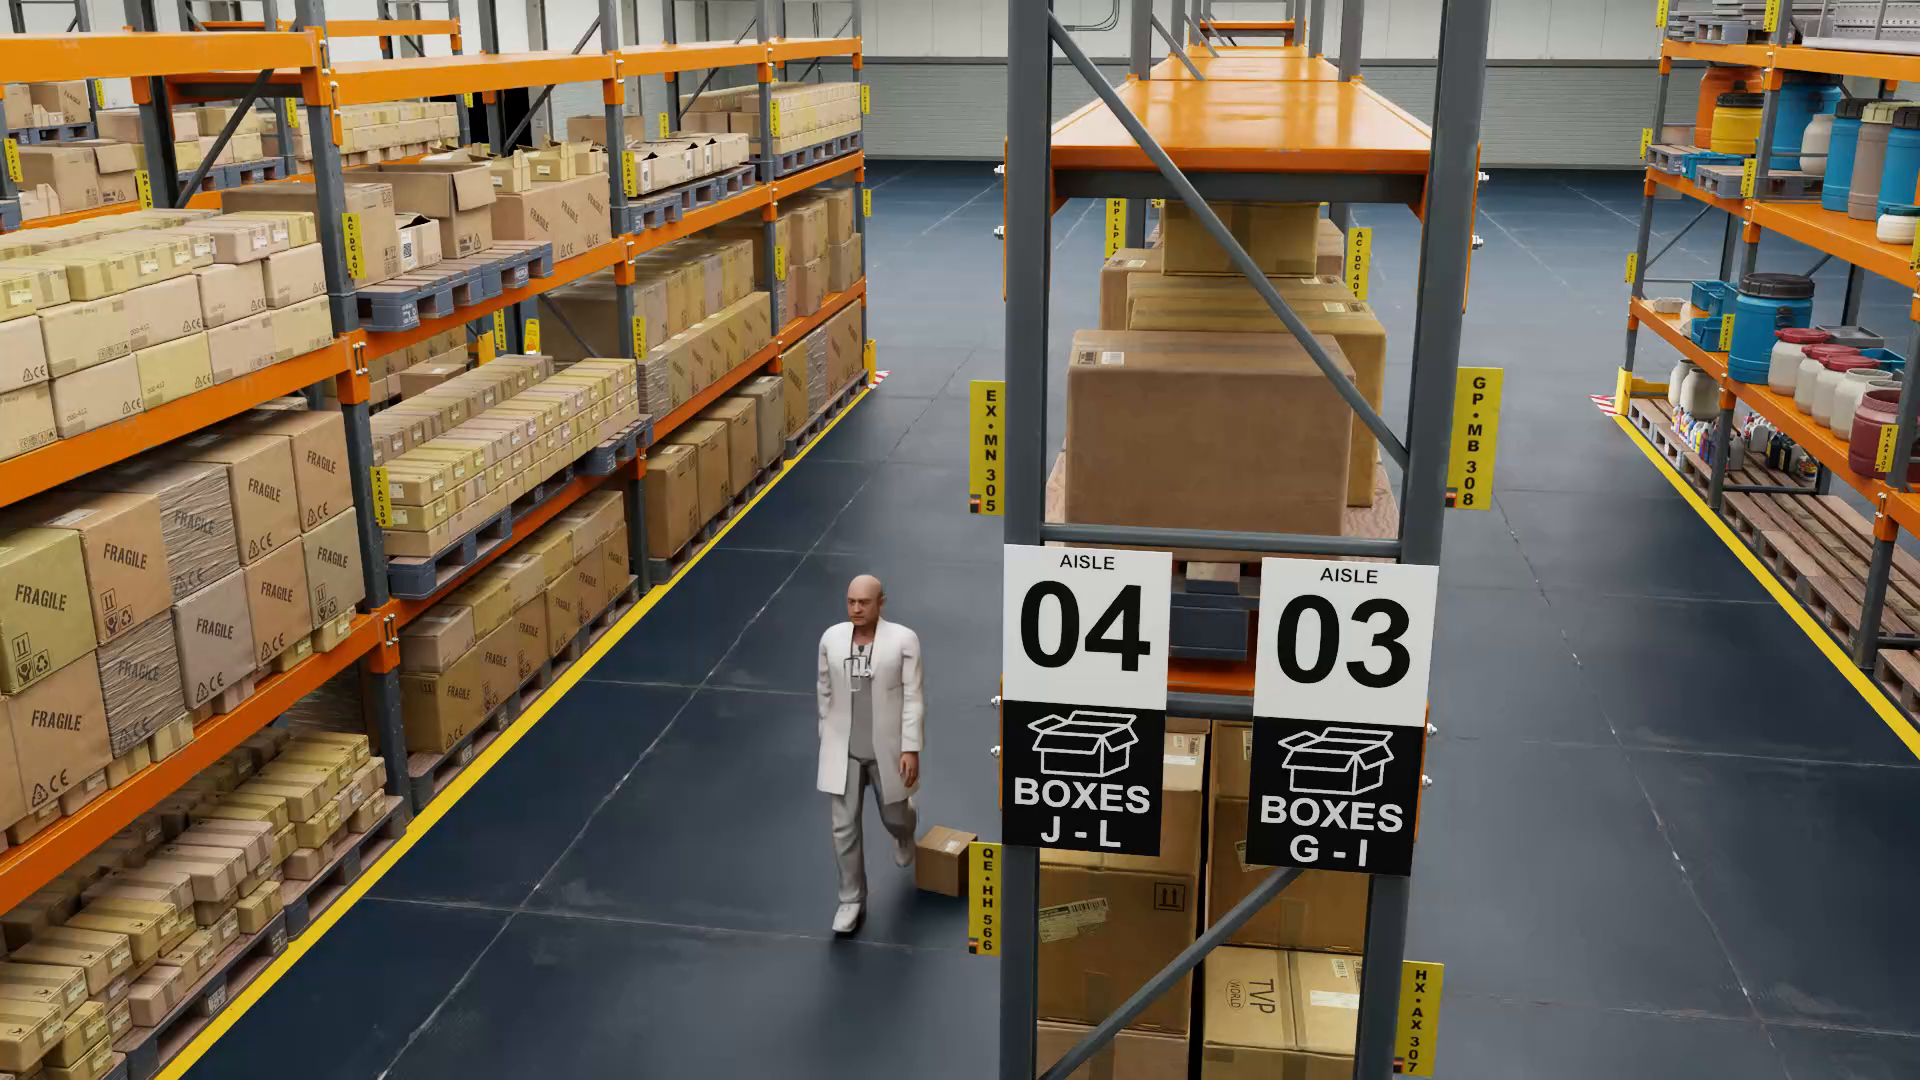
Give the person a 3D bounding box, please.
[{"bbox_3d":[-0.445,1.009,8.360,0.574,1.748,0.909,2,18,7],"label":"person"}]
